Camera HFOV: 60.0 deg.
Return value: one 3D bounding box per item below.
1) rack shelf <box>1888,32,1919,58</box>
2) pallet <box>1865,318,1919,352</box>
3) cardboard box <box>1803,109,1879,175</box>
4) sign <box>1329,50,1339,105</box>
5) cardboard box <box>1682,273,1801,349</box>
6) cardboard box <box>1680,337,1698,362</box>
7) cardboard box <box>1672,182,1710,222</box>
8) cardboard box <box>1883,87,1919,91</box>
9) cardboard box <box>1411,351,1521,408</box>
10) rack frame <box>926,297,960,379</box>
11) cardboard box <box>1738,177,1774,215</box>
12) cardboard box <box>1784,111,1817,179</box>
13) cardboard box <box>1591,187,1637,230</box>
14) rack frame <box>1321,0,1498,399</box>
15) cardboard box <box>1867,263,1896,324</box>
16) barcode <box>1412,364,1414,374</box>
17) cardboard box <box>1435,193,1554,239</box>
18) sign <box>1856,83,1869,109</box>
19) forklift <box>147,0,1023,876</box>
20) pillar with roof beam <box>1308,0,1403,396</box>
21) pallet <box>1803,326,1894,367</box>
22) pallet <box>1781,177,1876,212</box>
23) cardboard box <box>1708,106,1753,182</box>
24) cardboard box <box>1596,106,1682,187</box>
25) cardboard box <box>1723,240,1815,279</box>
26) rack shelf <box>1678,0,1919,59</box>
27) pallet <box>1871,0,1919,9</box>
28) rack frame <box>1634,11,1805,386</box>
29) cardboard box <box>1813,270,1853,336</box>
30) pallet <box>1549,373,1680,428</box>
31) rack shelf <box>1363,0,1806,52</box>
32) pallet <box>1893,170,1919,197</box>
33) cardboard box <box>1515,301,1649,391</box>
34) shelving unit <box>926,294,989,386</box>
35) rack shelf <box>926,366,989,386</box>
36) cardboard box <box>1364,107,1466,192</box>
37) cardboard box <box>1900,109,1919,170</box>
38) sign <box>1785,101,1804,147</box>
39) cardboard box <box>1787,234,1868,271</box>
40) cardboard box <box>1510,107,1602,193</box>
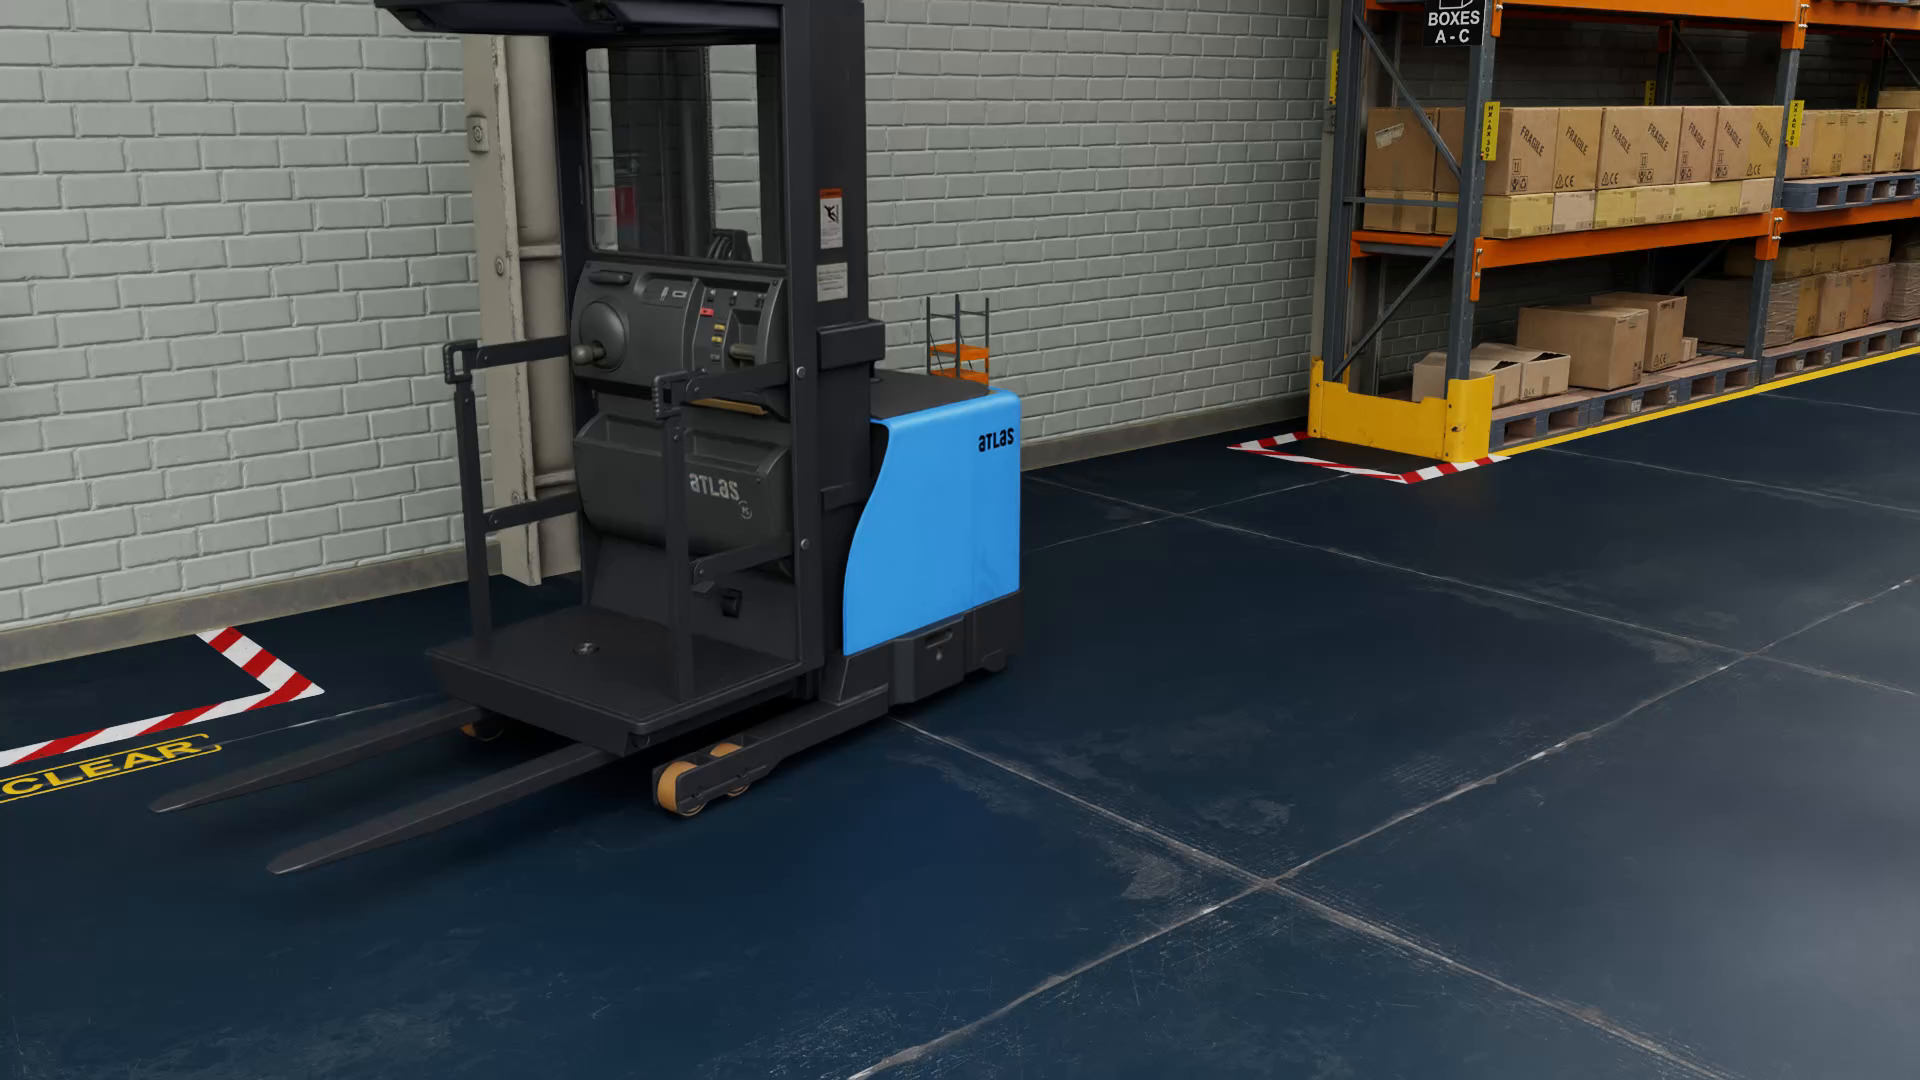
[{"bbox_3d":[10.228,-4.830,16.101,4.000,0.370,1.077,-13,19,-39],"label":"rack shelf"},{"bbox_3d":[8.129,-1.910,14.993,1.213,0.211,1.003,-13,19,-39],"label":"pallet"},{"bbox_3d":[7.011,-3.263,13.608,0.500,0.500,0.700,-10,18,-32],"label":"cardboard box"},{"bbox_3d":[2.335,-2.858,10.281,0.005,0.325,0.100,-13,19,-39],"label":"sign"},{"bbox_3d":[6.246,-1.845,13.335,0.500,0.500,0.700,-12,19,-38],"label":"cardboard box"},{"bbox_3d":[5.318,-1.459,12.538,0.380,0.166,0.250,13,20,40],"label":"cardboard box"},{"bbox_3d":[4.793,-2.339,11.446,0.500,0.250,0.500,-13,20,-40],"label":"cardboard box"},{"bbox_3d":[8.891,-4.081,15.453,0.500,0.250,0.500,-12,19,-38],"label":"cardboard box"},{"bbox_3d":[3.265,-1.048,10.717,0.500,0.311,0.500,13,20,41],"label":"cardboard box"},{"bbox_3d":[-0.080,-0.562,8.028,0.006,1.200,0.240,-13,19,-39],"label":"rack frame"},{"bbox_3d":[5.543,-2.510,12.086,0.500,0.250,0.500,-13,19,-39],"label":"cardboard box"},{"bbox_3d":[6.108,-3.052,12.819,0.500,0.500,0.700,-13,19,-39],"label":"cardboard box"},{"bbox_3d":[4.031,-2.168,10.807,0.500,0.250,0.500,-13,20,-40],"label":"cardboard box"},{"bbox_3d":[2.684,-2.034,10.054,0.127,3.000,1.000,-13,19,-39],"label":"rack frame"},{"bbox_3d":[7.745,-2.198,14.657,0.500,0.500,0.700,-13,20,-39],"label":"cardboard box"},{"bbox_3d":[3.016,-1.133,11.019,0.075,0.075,0.001,-13,19,-39],"label":"barcode"},{"bbox_3d":[3.261,-1.992,10.149,0.500,0.250,0.500,-13,20,-41],"label":"cardboard box"},{"bbox_3d":[8.352,-4.056,15.380,0.005,0.325,0.100,-13,19,-39],"label":"sign"},{"bbox_3d":[-1.061,-0.714,5.245,1.130,2.935,3.031,11,19,37],"label":"forklift"},{"bbox_3d":[5.470,-4.382,7.216,0.400,9.000,9.100,-13,19,-39],"label":"pillar with roof beam"},{"bbox_3d":[7.209,-1.705,14.223,1.213,0.211,1.003,-13,19,-39],"label":"pallet"},{"bbox_3d":[6.374,-2.720,12.994,1.213,0.211,1.003,-13,19,-39],"label":"pallet"},{"bbox_3d":[5.175,-2.786,11.665,0.500,0.500,0.500,-13,20,-40],"label":"cardboard box"},{"bbox_3d":[4.397,-2.614,11.023,0.500,0.500,0.500,-12,19,-38],"label":"cardboard box"},{"bbox_3d":[6.576,-2.282,13.520,0.500,0.250,0.500,-13,20,-41],"label":"cardboard box"},{"bbox_3d":[7.210,-4.152,13.565,4.000,0.370,1.077,-13,19,-39],"label":"rack shelf"},{"bbox_3d":[7.018,-4.331,13.202,1.003,0.211,1.213,-13,19,-39],"label":"pallet"},{"bbox_3d":[5.702,-2.712,12.591,0.127,3.000,1.000,-13,19,-39],"label":"rack frame"},{"bbox_3d":[7.014,-2.021,13.994,0.500,0.500,0.700,-12,19,-39],"label":"cardboard box"},{"bbox_3d":[4.297,-1.036,11.721,1.213,0.211,1.003,-13,19,-39],"label":"pallet"},{"bbox_3d":[4.193,-3.475,11.028,4.000,0.370,1.077,-13,19,-39],"label":"rack shelf"},{"bbox_3d":[8.252,-3.155,14.622,1.003,0.211,1.213,-13,19,-39],"label":"pallet"},{"bbox_3d":[4.282,-1.350,11.483,0.500,0.500,0.700,-14,21,-43],"label":"cardboard box"},{"bbox_3d":[-0.011,-0.577,8.086,0.189,1.200,0.258,-13,19,-39],"label":"shelving unit"},{"bbox_3d":[-0.011,-0.766,8.036,0.180,0.103,0.258,-13,19,-39],"label":"rack shelf"},{"bbox_3d":[2.900,-2.455,10.428,0.500,0.500,0.500,-13,20,-40],"label":"cardboard box"},{"bbox_3d":[7.967,-3.469,14.378,0.700,0.500,0.500,14,20,42],"label":"cardboard box"},{"bbox_3d":[6.064,-3.026,12.088,0.005,0.325,0.100,-13,19,-39],"label":"sign"},{"bbox_3d":[7.354,-2.452,14.156,0.500,0.250,0.500,-13,20,-40],"label":"cardboard box"},{"bbox_3d":[3.621,-2.438,10.364,0.500,0.500,0.500,-13,19,-39],"label":"cardboard box"}]
